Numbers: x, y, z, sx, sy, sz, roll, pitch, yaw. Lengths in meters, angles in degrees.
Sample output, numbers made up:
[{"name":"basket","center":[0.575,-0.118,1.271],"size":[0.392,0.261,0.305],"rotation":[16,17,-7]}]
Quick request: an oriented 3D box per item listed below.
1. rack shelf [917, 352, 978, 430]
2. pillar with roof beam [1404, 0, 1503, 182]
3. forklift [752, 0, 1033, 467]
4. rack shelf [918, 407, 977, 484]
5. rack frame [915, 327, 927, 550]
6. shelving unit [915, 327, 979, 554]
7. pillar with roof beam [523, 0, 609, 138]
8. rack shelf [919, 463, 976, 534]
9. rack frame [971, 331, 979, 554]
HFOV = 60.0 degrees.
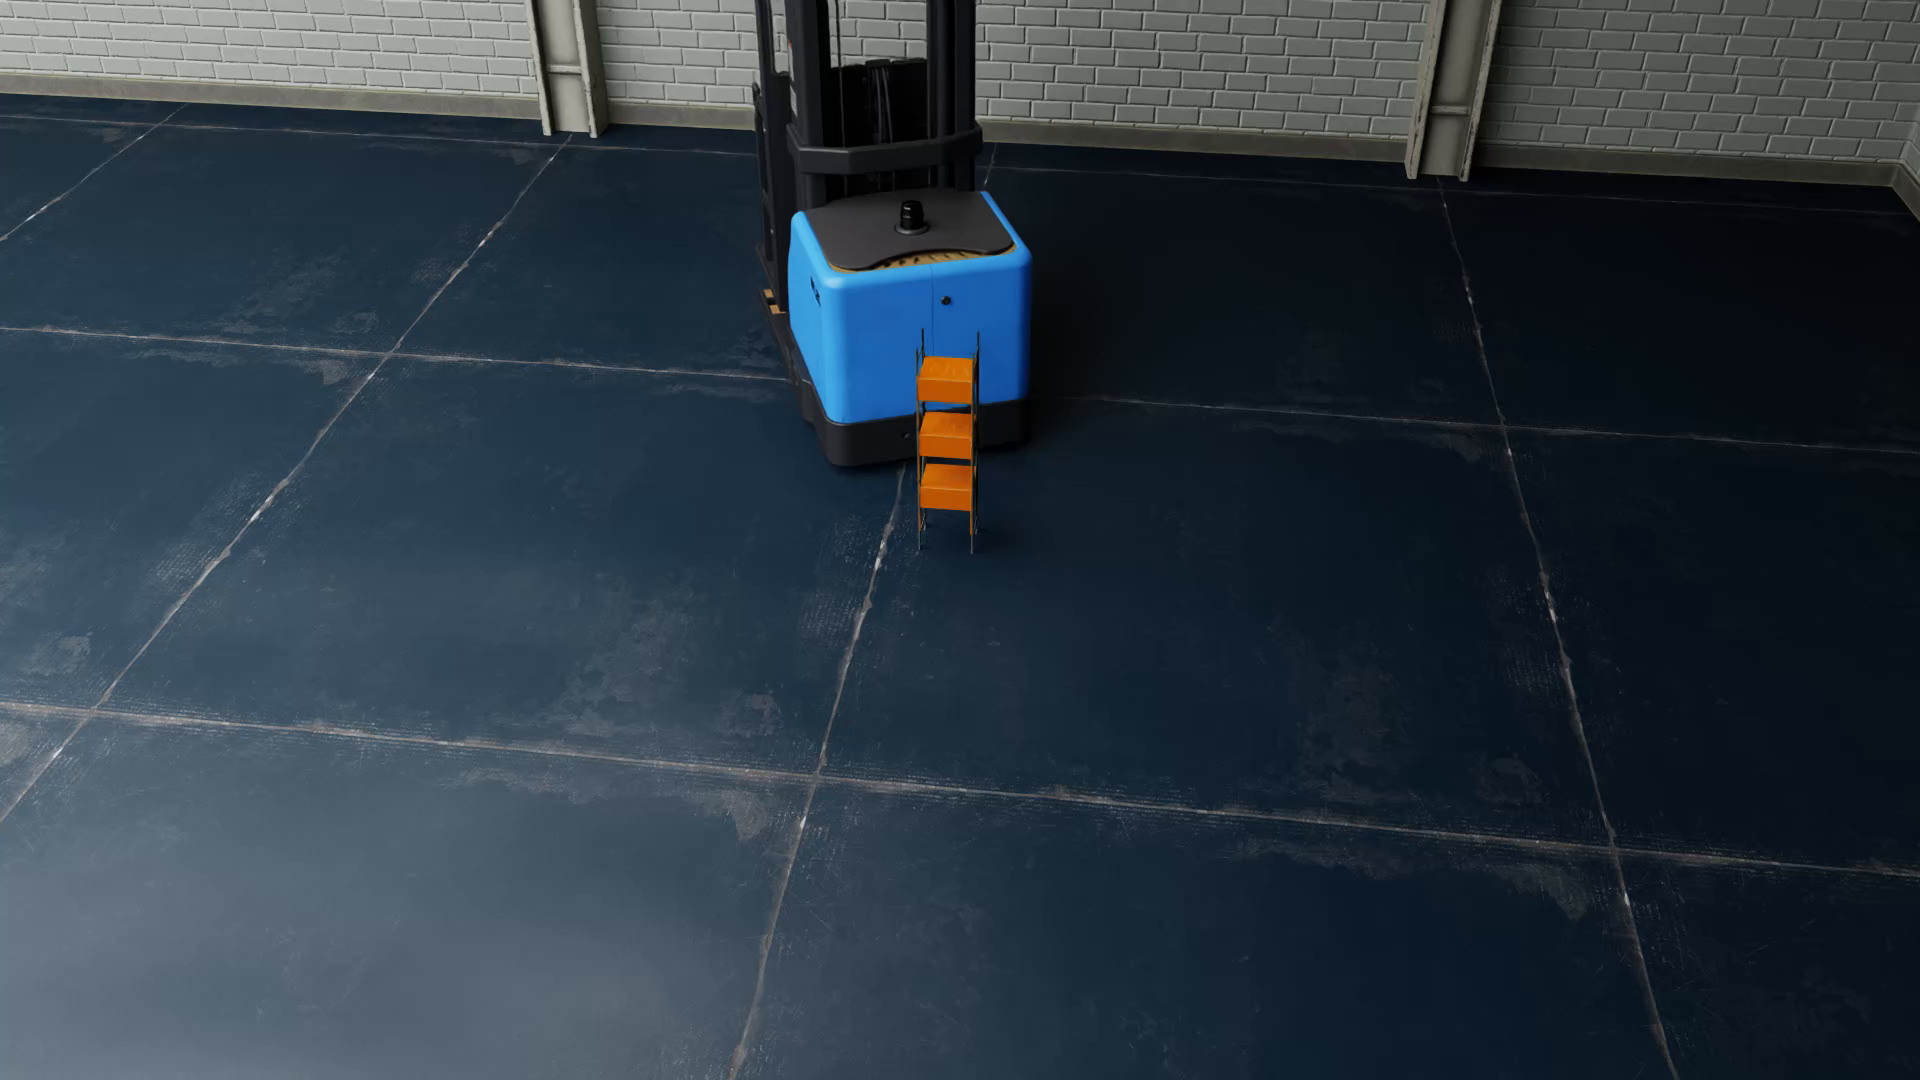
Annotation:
[{"name":"rack shelf","center":[-0.053,-0.654,7.292],"size":[0.240,0.259,0.215],"rotation":[4,36,6]},{"name":"pillar with roof beam","center":[2.672,-3.679,5.159],"size":[0.400,9.000,9.100],"rotation":[4,36,6]},{"name":"forklift","center":[-0.526,-2.407,8.600],"size":[1.130,2.935,3.031],"rotation":[-9,37,-13]},{"name":"rack shelf","center":[-0.053,-0.423,7.457],"size":[0.240,0.259,0.215],"rotation":[4,36,6]},{"name":"rack frame","center":[-0.174,-0.440,7.463],"size":[0.008,1.050,0.200],"rotation":[4,36,6]},{"name":"shelving unit","center":[-0.053,-0.431,7.451],"size":[0.252,1.050,0.215],"rotation":[4,36,6]},{"name":"pillar with roof beam","center":[-3.280,-4.123,5.781],"size":[0.400,9.000,9.100],"rotation":[4,36,6]},{"name":"rack shelf","center":[-0.053,-0.196,7.618],"size":[0.240,0.259,0.215],"rotation":[4,36,6]},{"name":"rack frame","center":[0.068,-0.422,7.438],"size":[0.008,1.050,0.200],"rotation":[4,36,6]}]
